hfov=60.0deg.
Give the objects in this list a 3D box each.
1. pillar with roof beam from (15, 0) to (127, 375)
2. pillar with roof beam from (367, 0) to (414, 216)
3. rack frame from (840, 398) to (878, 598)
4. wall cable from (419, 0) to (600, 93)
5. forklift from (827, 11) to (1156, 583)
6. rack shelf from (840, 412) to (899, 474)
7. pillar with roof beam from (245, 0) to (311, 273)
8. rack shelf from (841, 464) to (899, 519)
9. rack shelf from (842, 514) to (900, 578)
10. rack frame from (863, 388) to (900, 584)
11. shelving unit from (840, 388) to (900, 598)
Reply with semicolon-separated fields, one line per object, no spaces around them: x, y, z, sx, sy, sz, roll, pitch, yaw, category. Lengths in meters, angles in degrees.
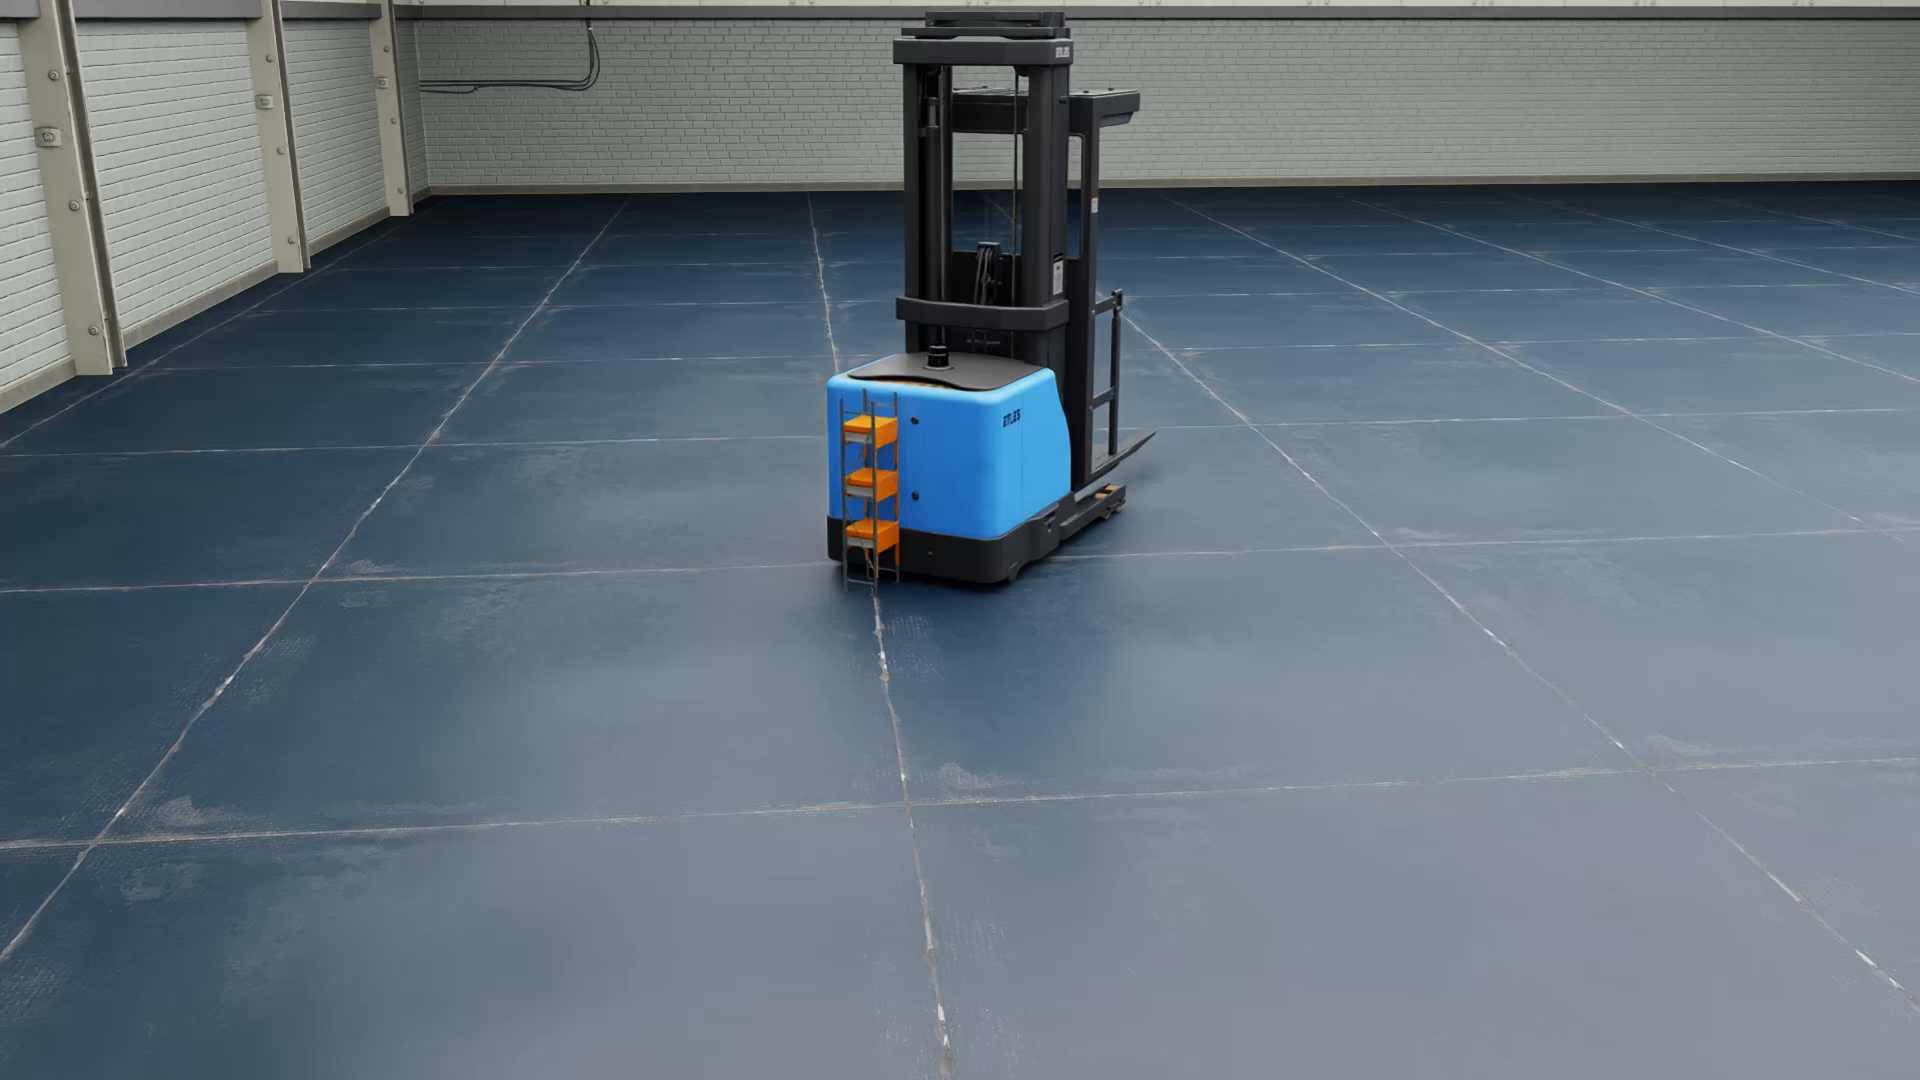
-3.129;-5.889;13.412;9.100;9.000;0.400;-2;18;-6;pillar with roof beam
-4.367;-9.464;24.800;9.100;9.000;0.400;-2;18;-6;pillar with roof beam
-0.522;-0.212;8.599;0.200;1.050;0.008;8;19;25;rack frame
-7.638;-8.768;27.767;3.097;2.526;0.112;-2;18;-6;wall cable
0.370;-1.568;9.778;1.130;2.935;3.031;8;19;25;forklift
-0.469;-0.505;8.622;0.215;0.259;0.240;8;19;25;rack shelf
-3.748;-7.677;19.106;9.100;9.000;0.400;-2;18;-6;pillar with roof beam
-0.469;-0.235;8.707;0.215;0.259;0.240;8;19;25;rack shelf
-0.469;0.030;8.791;0.215;0.259;0.240;8;19;25;rack shelf
-0.416;-0.278;8.809;0.200;1.050;0.008;8;19;25;rack frame
-0.469;-0.245;8.704;0.215;1.050;0.252;8;19;25;shelving unit
